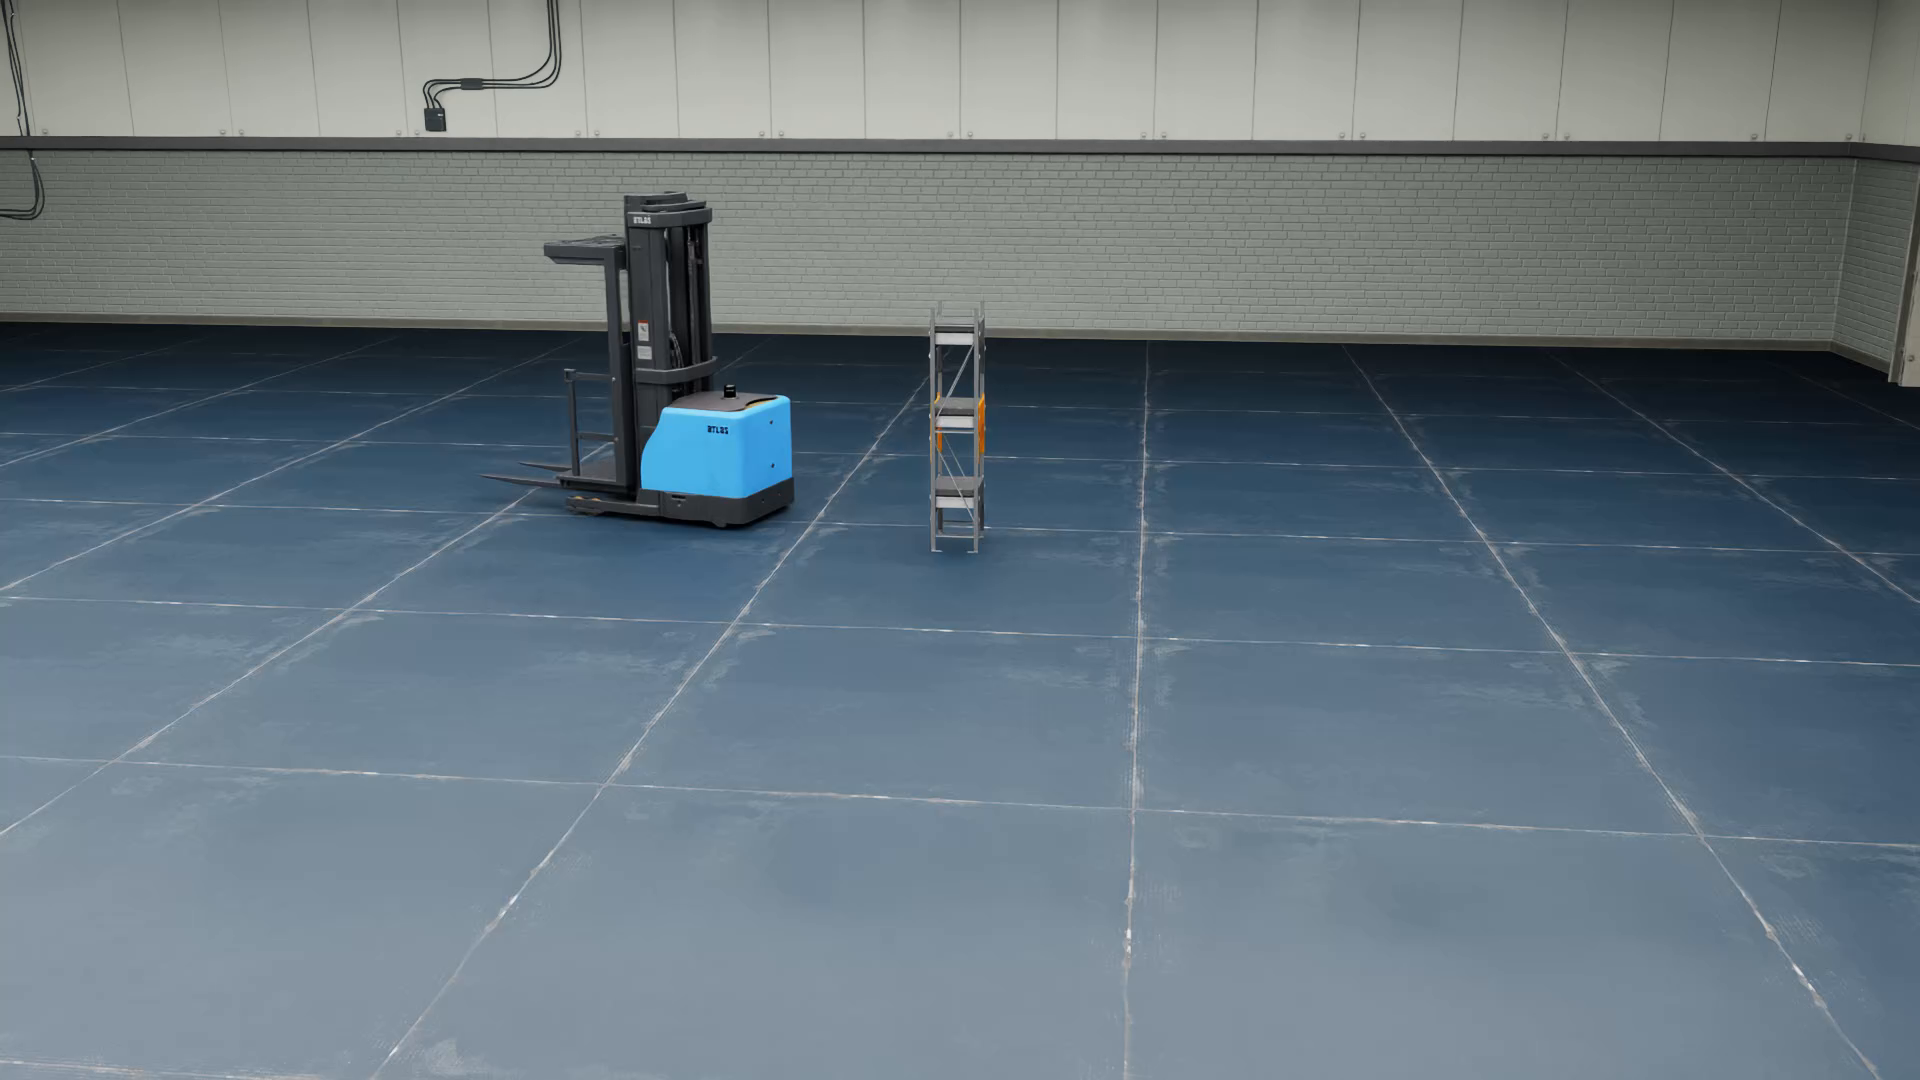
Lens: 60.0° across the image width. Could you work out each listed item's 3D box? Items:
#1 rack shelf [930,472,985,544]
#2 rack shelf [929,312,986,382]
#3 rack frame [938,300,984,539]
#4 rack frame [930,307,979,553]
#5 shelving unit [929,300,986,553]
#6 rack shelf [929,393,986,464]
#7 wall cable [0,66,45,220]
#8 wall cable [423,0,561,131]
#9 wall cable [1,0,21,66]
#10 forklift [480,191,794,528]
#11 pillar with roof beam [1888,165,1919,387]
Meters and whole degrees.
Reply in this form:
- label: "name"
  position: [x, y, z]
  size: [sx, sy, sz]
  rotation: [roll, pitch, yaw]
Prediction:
- label: "rack shelf"
  position: [-0.019, -0.282, 14.415]
  size: [0.431, 0.518, 0.480]
  rotation: [2, 15, 6]
- label: "rack shelf"
  position: [-0.019, -1.633, 14.050]
  size: [0.431, 0.518, 0.480]
  rotation: [2, 15, 6]
- label: "rack frame"
  position: [0.009, -1.034, 14.463]
  size: [0.400, 2.100, 0.015]
  rotation: [2, 15, 6]
- label: "rack frame"
  position: [-0.046, -0.907, 13.995]
  size: [0.400, 2.100, 0.015]
  rotation: [2, 15, 6]
- label: "shelving unit"
  position: [-0.019, -0.971, 14.229]
  size: [0.431, 2.100, 0.503]
  rotation: [2, 15, 6]
- label: "rack shelf"
  position: [-0.019, -0.957, 14.233]
  size: [0.431, 0.518, 0.480]
  rotation: [2, 15, 6]
- label: "wall cable"
  position: [-16.884, -6.603, 27.792]
  size: [3.097, 2.526, 0.112]
  rotation: [2, 15, 6]
- label: "wall cable"
  position: [-7.453, -9.460, 25.893]
  size: [2.305, 6.003, 0.169]
  rotation: [2, 15, 6]
- label: "wall cable"
  position: [-14.196, -8.962, 26.838]
  size: [3.097, 2.526, 0.112]
  rotation: [2, 15, 6]
- label: "forklift"
  position: [-3.137, -1.755, 15.539]
  size: [3.031, 2.935, 1.130]
  rotation: [6, 16, 22]
- label: "pillar with roof beam"
  position: [8.491, -6.576, 21.743]
  size: [9.100, 9.000, 0.400]
  rotation: [2, 15, 6]
